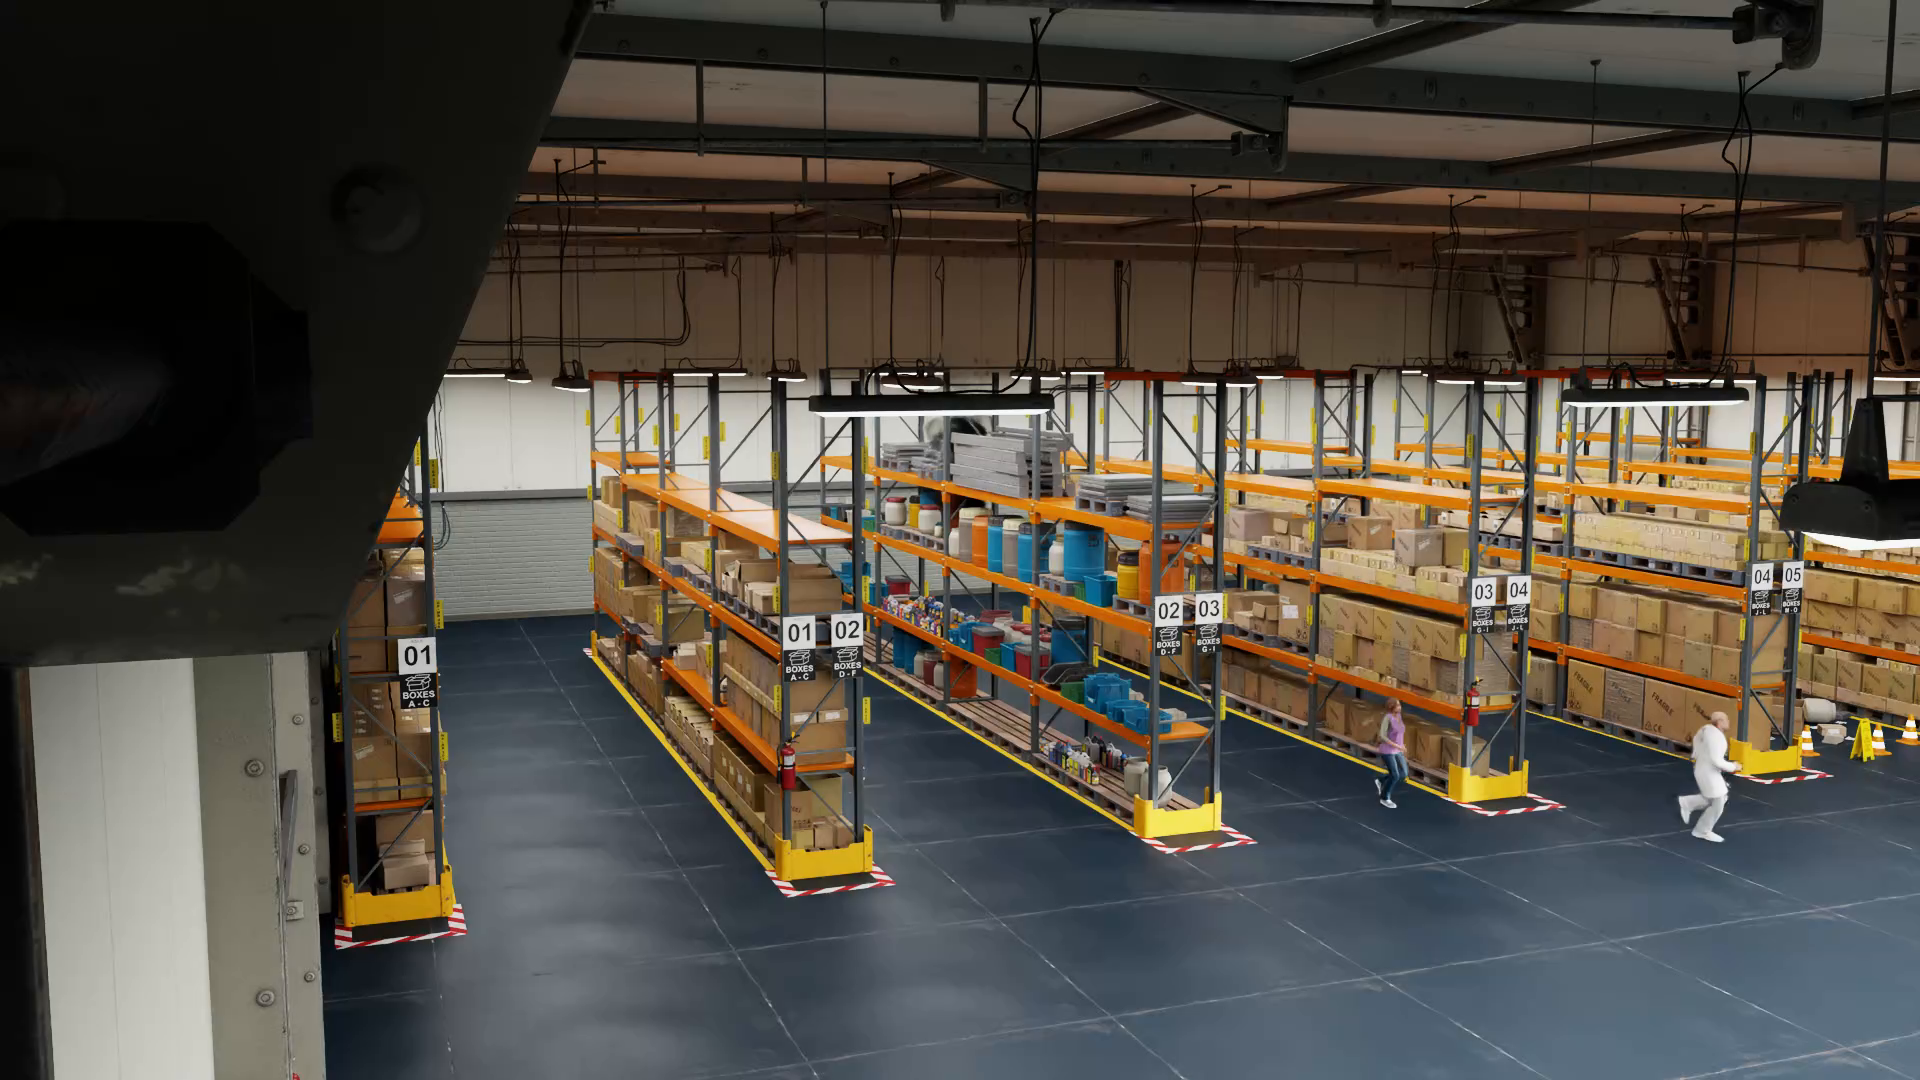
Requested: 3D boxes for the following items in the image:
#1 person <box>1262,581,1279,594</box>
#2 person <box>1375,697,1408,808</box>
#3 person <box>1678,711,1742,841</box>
[{"bbox_3d":[7.770,0.922,41.156,0.625,1.702,0.627,4,8,33],"label":"person"},{"bbox_3d":[6.056,2.970,23.309,0.574,1.564,0.565,-6,9,-44],"label":"person"},{"bbox_3d":[9.788,3.074,21.691,0.728,1.732,0.759,2,7,16],"label":"person"}]
